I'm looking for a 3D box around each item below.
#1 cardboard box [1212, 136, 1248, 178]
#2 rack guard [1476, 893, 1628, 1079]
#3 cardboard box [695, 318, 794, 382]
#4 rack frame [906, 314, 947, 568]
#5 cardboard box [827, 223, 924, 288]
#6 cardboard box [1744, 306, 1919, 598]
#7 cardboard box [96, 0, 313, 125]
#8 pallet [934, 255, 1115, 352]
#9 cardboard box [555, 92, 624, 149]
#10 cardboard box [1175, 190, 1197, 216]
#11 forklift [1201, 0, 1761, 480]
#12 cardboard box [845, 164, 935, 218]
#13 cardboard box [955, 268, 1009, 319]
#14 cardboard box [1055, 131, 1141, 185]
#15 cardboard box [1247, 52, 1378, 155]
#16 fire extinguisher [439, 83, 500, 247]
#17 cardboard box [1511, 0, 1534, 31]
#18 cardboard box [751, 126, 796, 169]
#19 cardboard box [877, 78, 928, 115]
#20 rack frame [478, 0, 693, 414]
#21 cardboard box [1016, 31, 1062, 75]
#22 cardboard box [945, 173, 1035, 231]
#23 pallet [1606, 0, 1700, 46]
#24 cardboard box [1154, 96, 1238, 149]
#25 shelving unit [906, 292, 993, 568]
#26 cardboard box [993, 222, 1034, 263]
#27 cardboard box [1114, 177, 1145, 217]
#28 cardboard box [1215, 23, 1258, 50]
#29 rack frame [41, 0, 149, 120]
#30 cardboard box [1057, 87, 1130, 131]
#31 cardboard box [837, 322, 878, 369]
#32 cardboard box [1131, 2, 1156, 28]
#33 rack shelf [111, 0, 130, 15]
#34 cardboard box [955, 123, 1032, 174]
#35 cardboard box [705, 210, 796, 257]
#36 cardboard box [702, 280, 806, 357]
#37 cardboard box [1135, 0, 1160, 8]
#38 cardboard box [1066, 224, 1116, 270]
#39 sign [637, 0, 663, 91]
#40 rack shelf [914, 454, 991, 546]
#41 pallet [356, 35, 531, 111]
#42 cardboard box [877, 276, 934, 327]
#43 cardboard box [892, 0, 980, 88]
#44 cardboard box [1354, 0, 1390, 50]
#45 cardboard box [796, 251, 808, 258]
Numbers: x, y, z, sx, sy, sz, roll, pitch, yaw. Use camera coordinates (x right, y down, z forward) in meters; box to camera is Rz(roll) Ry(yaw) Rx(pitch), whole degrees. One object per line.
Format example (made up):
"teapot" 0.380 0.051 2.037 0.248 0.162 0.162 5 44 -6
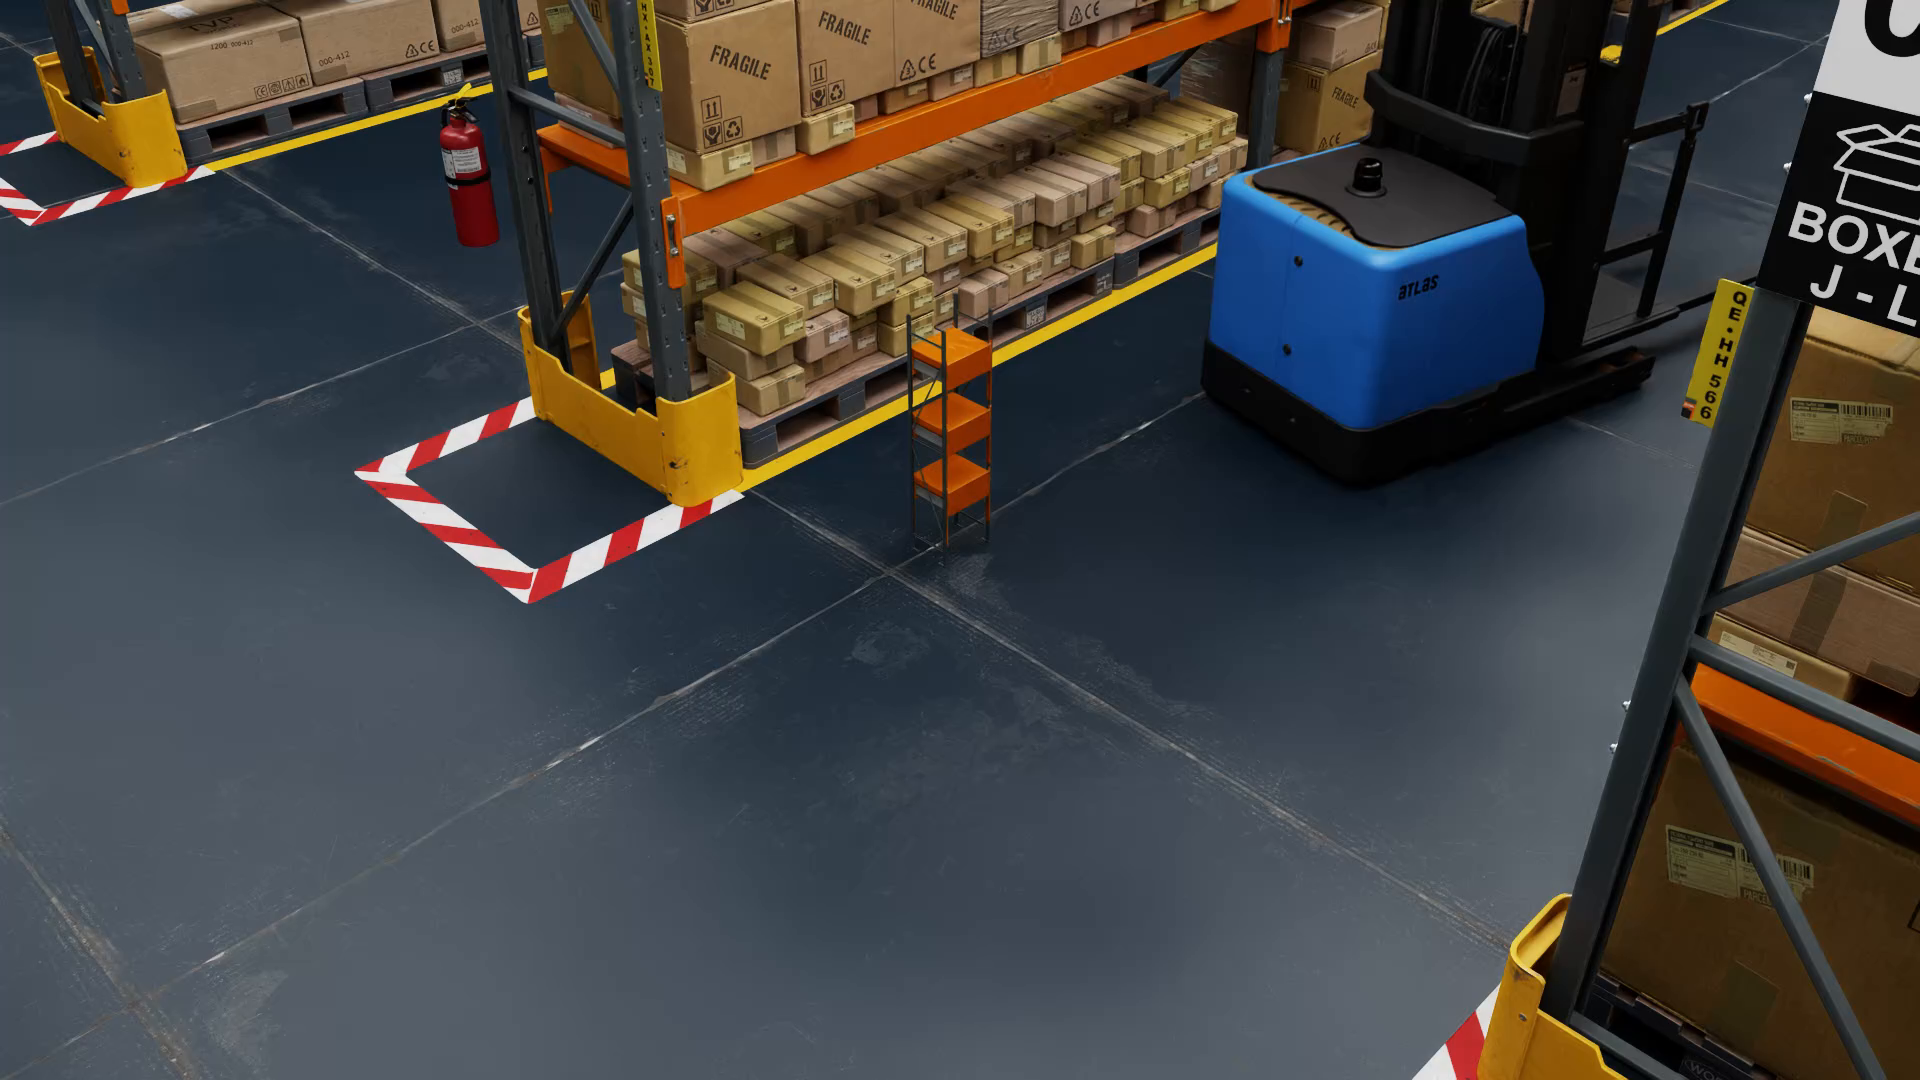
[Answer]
"cardboard box" 1.334 -2.117 9.028 0.250 0.149 0.380 -29 44 -35
"rack guard" 1.943 1.451 4.232 1.175 0.500 0.348 30 45 35
"cardboard box" -0.937 -0.858 7.223 0.250 0.149 0.380 -28 44 -34
"rack frame" -0.124 -0.359 6.348 0.200 1.050 0.008 30 45 35
"cardboard box" -0.385 -1.292 7.585 0.380 0.149 0.250 27 43 33
"cardboard box" 2.117 -0.256 3.710 0.500 0.500 0.500 -29 44 -35
"cardboard box" -4.678 -3.008 10.313 0.875 0.438 0.875 28 44 34
"pallet" 0.022 -1.319 8.457 1.003 0.211 1.213 30 45 35
"cardboard box" -1.459 -1.767 6.881 0.380 0.149 0.250 30 45 35
"cardboard box" 1.053 -1.882 8.952 0.250 0.149 0.380 -29 44 -34
"forklift" 2.629 -2.087 7.180 3.031 2.935 1.130 -20 39 -26
"cardboard box" -0.343 -1.696 8.165 0.380 0.149 0.250 28 44 34
"cardboard box" 0.012 -1.221 8.004 0.380 0.149 0.250 27 43 33
"cardboard box" 0.704 -1.948 8.526 0.250 0.149 0.380 -28 44 -34
"cardboard box" 2.039 -2.588 9.656 0.500 0.500 0.500 -28 44 -34
"fire extinguisher" -1.993 -1.523 6.705 0.296 0.674 0.183 30 45 35
"cardboard box" 3.502 -3.437 10.874 0.500 0.500 0.500 -28 44 -34
"cardboard box" -0.877 -1.640 6.699 0.250 0.149 0.380 -28 44 -34
"cardboard box" -0.356 -1.989 7.199 0.380 0.149 0.250 29 44 35
"rack frame" -1.488 -1.624 6.456 1.000 3.000 0.127 30 45 35
"cardboard box" 0.244 -2.271 7.603 0.250 0.149 0.380 -29 44 -35
"cardboard box" 0.144 -1.629 8.069 0.380 0.149 0.250 30 45 35
"pallet" 4.757 -4.017 12.326 1.003 0.211 1.213 30 45 35
"cardboard box" 1.264 -2.245 8.952 0.250 0.149 0.380 -29 44 -34
"shelving unit" -0.038 -0.409 6.419 0.215 1.050 0.252 30 45 35
"cardboard box" 0.142 -1.520 8.173 0.250 0.149 0.380 -28 43 -34
"cardboard box" 0.729 -1.824 8.608 0.250 0.149 0.380 -29 44 -35
"cardboard box" 1.675 -3.107 9.745 0.500 0.250 0.500 28 44 34
"rack frame" -5.072 -3.578 9.258 1.000 3.000 0.127 30 45 35
"cardboard box" 0.704 -2.350 9.103 0.250 0.149 0.380 -28 43 -34
"cardboard box" -0.596 -0.953 7.620 0.250 0.149 0.380 -29 44 -35
"cardboard box" 0.730 -2.624 8.111 0.380 0.149 0.250 28 44 34
"rack shelf" -3.663 -4.095 10.628 1.077 0.370 4.000 30 45 35
"cardboard box" 0.156 -2.042 8.661 0.250 0.149 0.380 -29 44 -35
"cardboard box" -0.985 -1.423 7.773 0.380 0.149 0.250 29 44 34
"cardboard box" -0.878 -0.947 7.090 0.380 0.149 0.250 27 43 33
"cardboard box" 0.823 -2.890 7.925 0.500 0.500 0.500 28 44 34
"cardboard box" 0.566 -1.534 8.452 0.380 0.149 0.250 29 44 35
"sign" -1.103 -1.760 5.895 0.100 0.325 0.005 30 45 35
"rack shelf" -0.038 -0.172 6.584 0.215 0.259 0.240 30 45 35
"pallet" -3.705 -3.283 11.273 1.003 0.211 1.213 30 45 35
"cardboard box" -0.337 -1.142 7.630 0.250 0.149 0.380 -28 44 -34
"cardboard box" -0.263 -2.279 7.048 0.500 0.500 0.500 -29 44 -35
"cardboard box" 2.412 -3.113 9.754 0.500 0.250 0.500 -29 44 -34
"cardboard box" -0.692 -1.357 7.939 0.380 0.149 0.250 29 44 35
